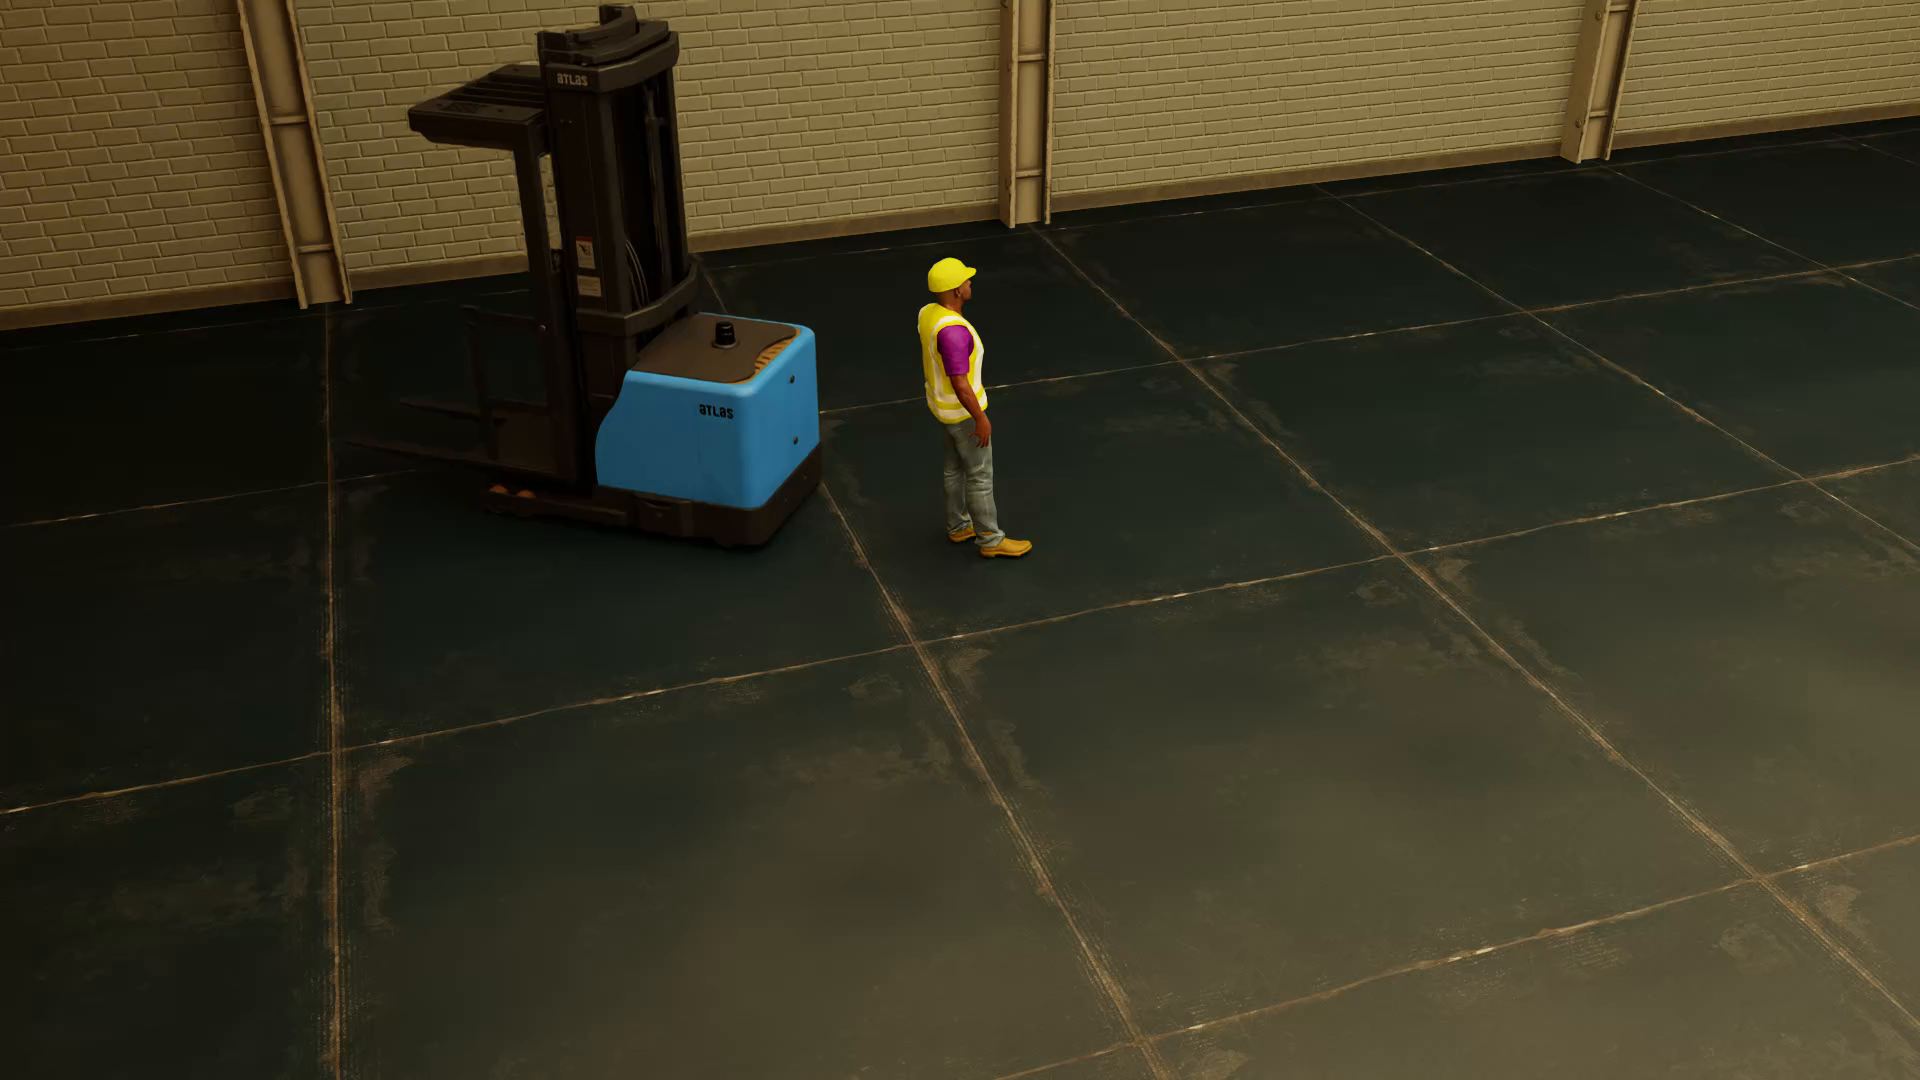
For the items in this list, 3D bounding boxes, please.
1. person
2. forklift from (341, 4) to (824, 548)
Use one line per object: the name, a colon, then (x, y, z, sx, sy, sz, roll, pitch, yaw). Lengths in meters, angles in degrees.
person: (0.069, -0.780, 9.598, 0.574, 1.769, 0.665, -10, 31, -16)
forklift: (-2.445, -1.646, 9.949, 3.031, 2.935, 1.130, 9, 31, 16)
